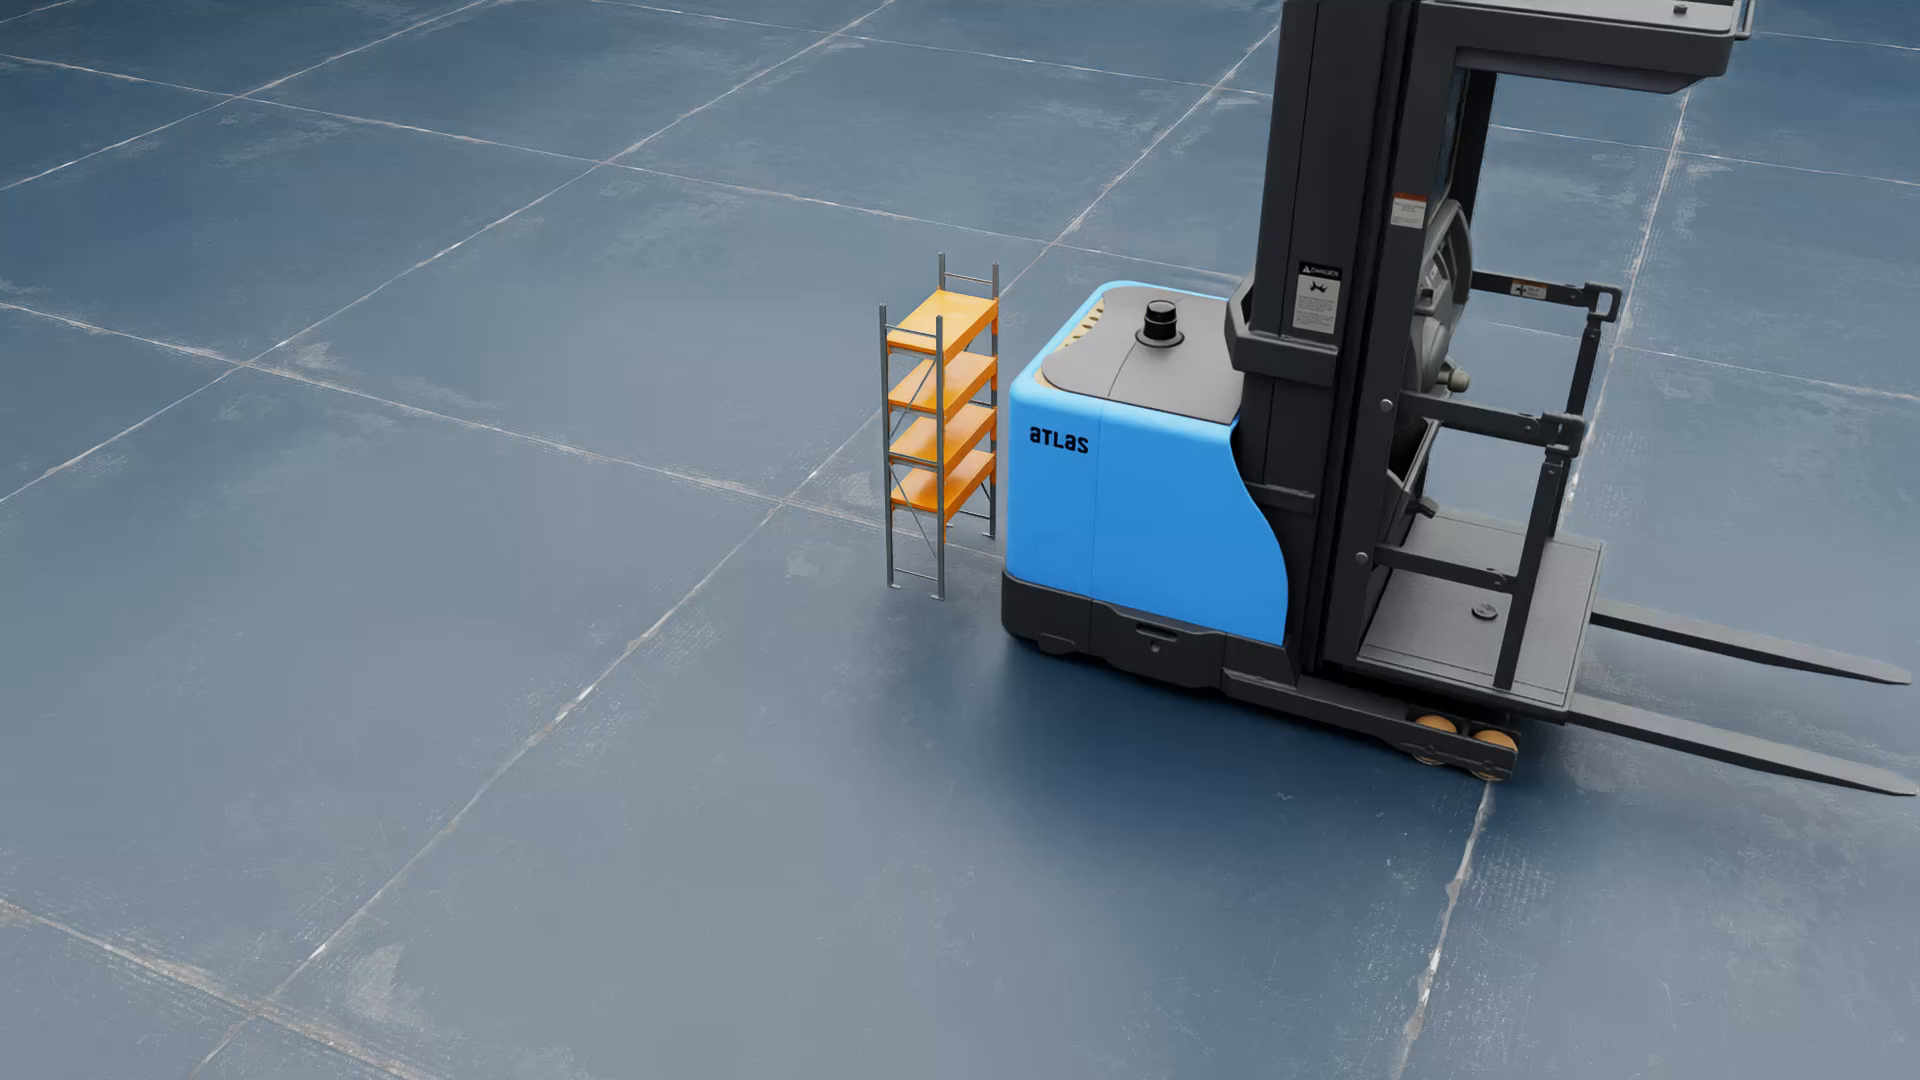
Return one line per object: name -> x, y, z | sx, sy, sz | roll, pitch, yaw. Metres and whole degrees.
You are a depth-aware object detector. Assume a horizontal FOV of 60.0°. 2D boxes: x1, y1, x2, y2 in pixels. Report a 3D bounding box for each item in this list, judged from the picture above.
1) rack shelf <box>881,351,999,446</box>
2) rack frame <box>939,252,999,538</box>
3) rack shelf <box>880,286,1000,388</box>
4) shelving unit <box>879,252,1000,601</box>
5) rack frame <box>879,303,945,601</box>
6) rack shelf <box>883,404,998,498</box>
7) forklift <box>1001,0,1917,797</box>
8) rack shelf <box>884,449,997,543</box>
rack shelf -> -0.069, -0.550, 6.210 | 0.258, 0.148, 0.480 | 14, 36, 20
rack frame -> 0.033, -0.541, 6.481 | 0.240, 1.200, 0.015 | 14, 36, 20
rack shelf -> -0.069, -0.748, 6.080 | 0.258, 0.148, 0.480 | 14, 36, 20
shelving unit -> -0.069, -0.419, 6.295 | 0.258, 1.200, 0.503 | 14, 36, 20
rack frame -> -0.171, -0.298, 6.110 | 0.240, 1.200, 0.015 | 14, 36, 20
rack shelf -> -0.069, -0.363, 6.332 | 0.258, 0.148, 0.480 | 14, 36, 20
forklift -> 1.714, -0.758, 5.233 | 3.031, 2.935, 1.130 | 14, 36, 20
rack shelf -> -0.069, -0.197, 6.441 | 0.258, 0.148, 0.480 | 14, 36, 20
